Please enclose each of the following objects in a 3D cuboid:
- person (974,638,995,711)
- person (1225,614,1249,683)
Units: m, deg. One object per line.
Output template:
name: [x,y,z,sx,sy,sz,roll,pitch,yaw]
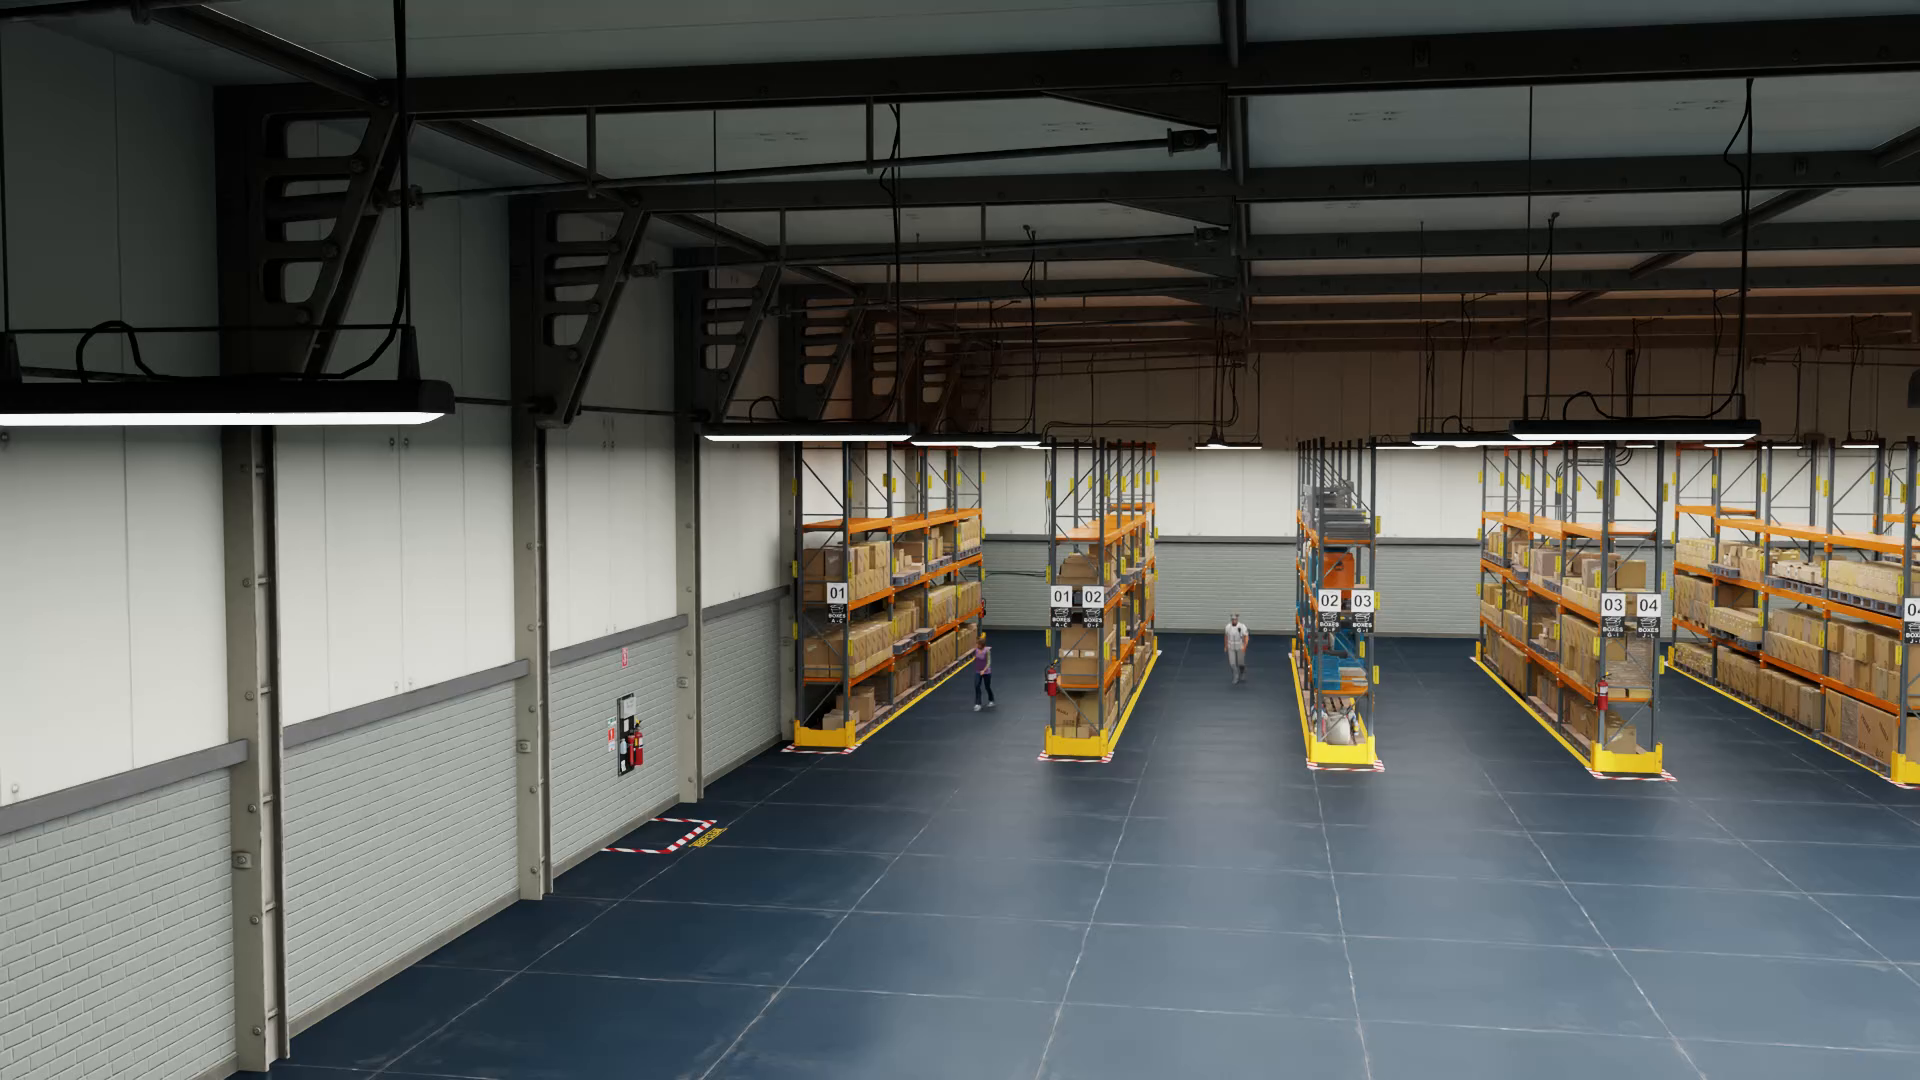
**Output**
person: [0.498,2.976,37.106,0.502,1.576,0.810,2,4,33]
person: [6.894,2.673,41.366,0.598,1.740,0.643,1,3,21]
